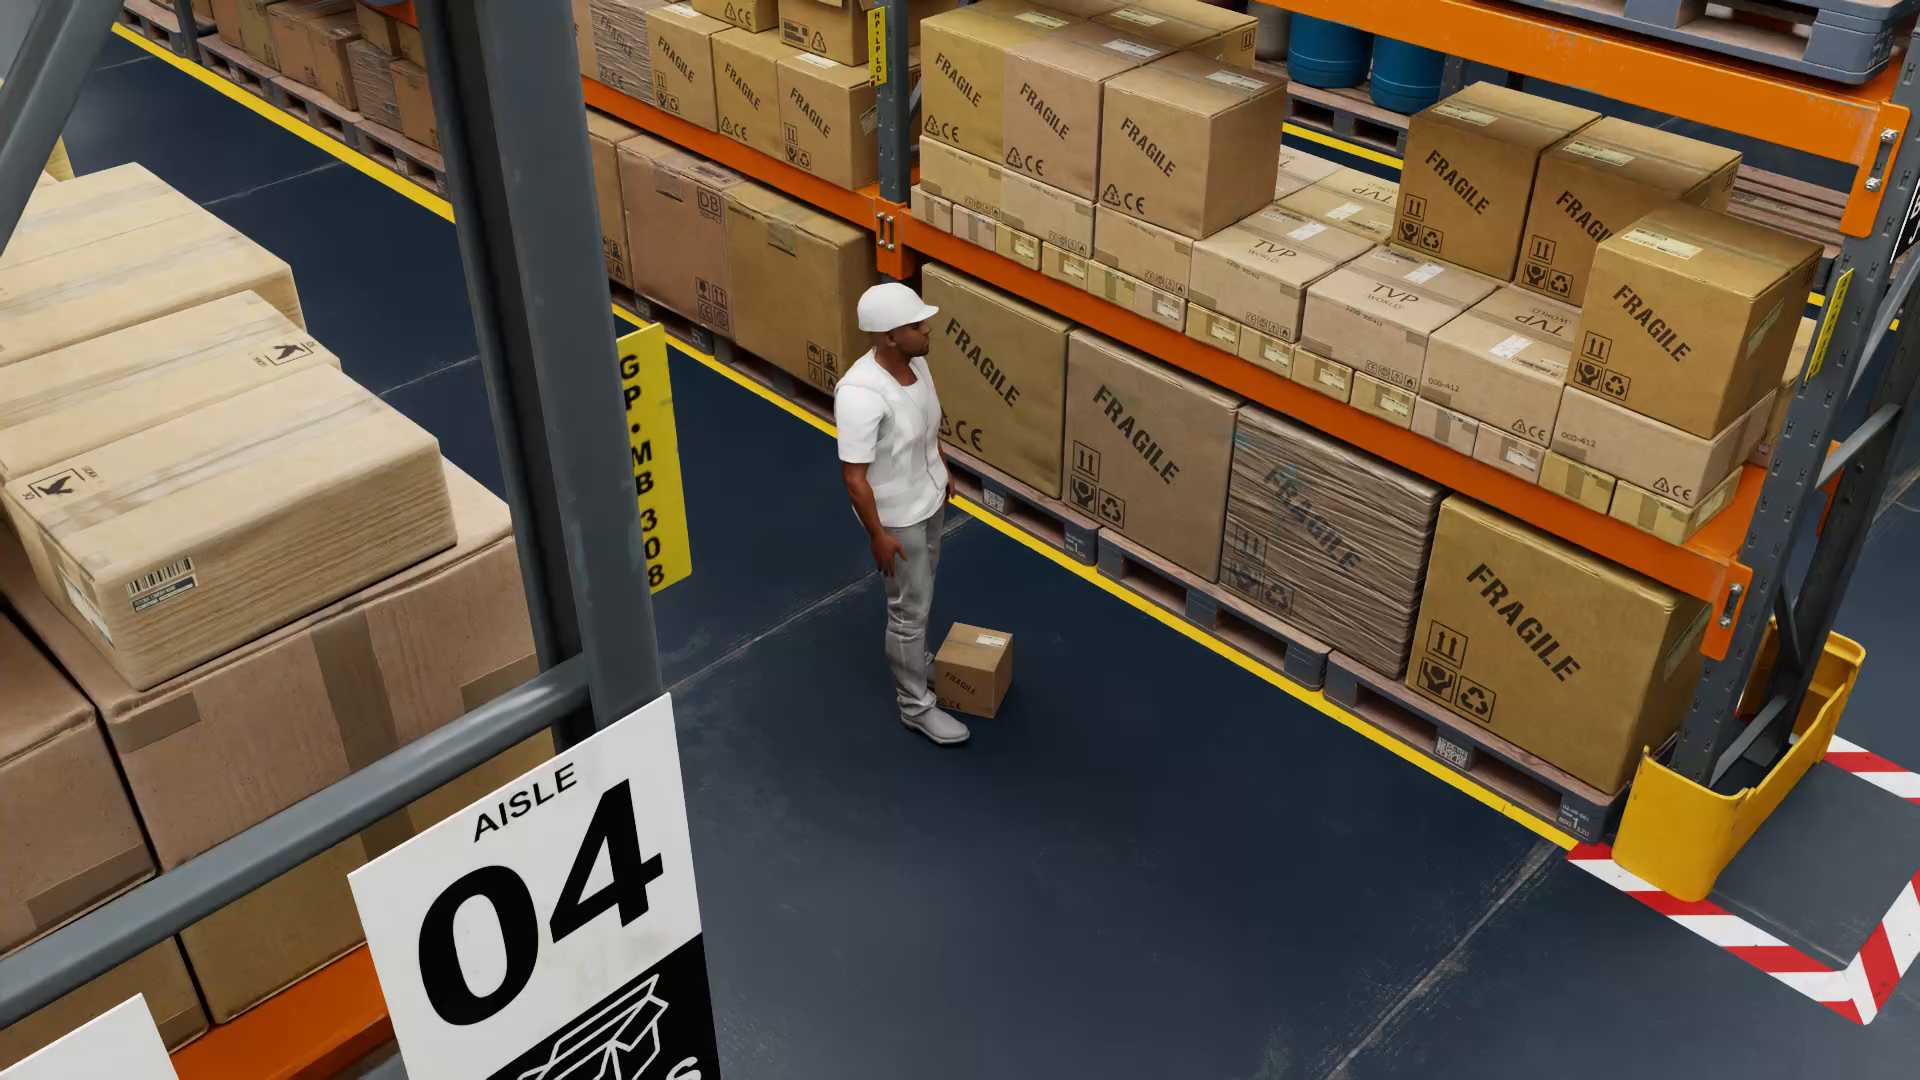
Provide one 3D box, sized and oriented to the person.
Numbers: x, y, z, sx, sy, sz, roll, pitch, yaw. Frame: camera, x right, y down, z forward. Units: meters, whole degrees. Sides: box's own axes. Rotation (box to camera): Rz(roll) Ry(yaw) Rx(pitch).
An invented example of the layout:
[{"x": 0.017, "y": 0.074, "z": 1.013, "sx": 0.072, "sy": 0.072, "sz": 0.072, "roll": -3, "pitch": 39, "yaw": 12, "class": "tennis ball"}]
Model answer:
[{"x": -0.142, "y": -0.125, "z": 6.286, "sx": 0.575, "sy": 1.768, "sz": 0.665, "roll": 12, "pitch": 37, "yaw": 17, "class": "person"}]
